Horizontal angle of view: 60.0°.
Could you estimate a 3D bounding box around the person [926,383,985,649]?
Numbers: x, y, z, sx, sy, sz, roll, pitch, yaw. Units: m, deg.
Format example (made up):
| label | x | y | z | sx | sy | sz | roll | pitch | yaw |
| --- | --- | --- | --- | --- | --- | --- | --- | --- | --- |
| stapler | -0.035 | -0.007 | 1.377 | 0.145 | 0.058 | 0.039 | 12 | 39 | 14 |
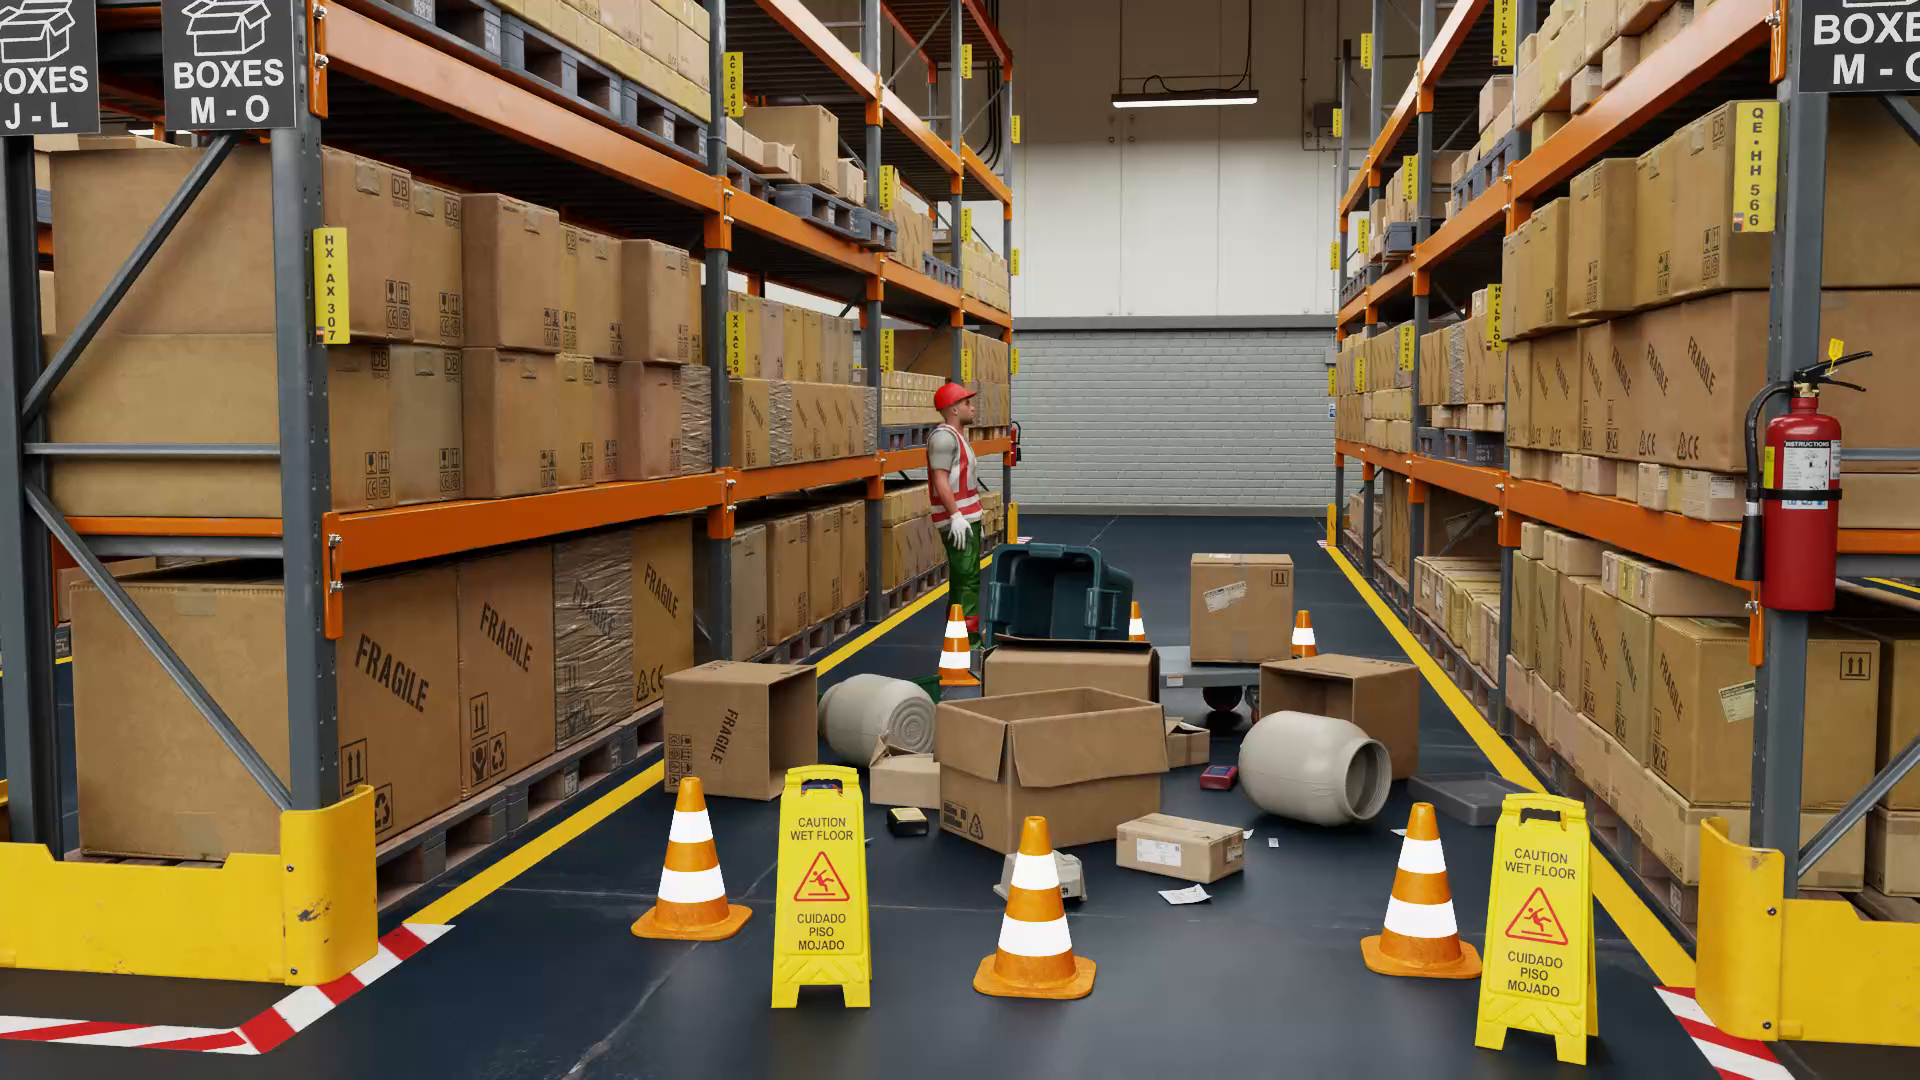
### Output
| label | x | y | z | sx | sy | sz | roll | pitch | yaw |
| --- | --- | --- | --- | --- | --- | --- | --- | --- | --- |
| person | 0.078 | -0.081 | 10.378 | 0.561 | 1.786 | 0.638 | 1 | 4 | 9 |
